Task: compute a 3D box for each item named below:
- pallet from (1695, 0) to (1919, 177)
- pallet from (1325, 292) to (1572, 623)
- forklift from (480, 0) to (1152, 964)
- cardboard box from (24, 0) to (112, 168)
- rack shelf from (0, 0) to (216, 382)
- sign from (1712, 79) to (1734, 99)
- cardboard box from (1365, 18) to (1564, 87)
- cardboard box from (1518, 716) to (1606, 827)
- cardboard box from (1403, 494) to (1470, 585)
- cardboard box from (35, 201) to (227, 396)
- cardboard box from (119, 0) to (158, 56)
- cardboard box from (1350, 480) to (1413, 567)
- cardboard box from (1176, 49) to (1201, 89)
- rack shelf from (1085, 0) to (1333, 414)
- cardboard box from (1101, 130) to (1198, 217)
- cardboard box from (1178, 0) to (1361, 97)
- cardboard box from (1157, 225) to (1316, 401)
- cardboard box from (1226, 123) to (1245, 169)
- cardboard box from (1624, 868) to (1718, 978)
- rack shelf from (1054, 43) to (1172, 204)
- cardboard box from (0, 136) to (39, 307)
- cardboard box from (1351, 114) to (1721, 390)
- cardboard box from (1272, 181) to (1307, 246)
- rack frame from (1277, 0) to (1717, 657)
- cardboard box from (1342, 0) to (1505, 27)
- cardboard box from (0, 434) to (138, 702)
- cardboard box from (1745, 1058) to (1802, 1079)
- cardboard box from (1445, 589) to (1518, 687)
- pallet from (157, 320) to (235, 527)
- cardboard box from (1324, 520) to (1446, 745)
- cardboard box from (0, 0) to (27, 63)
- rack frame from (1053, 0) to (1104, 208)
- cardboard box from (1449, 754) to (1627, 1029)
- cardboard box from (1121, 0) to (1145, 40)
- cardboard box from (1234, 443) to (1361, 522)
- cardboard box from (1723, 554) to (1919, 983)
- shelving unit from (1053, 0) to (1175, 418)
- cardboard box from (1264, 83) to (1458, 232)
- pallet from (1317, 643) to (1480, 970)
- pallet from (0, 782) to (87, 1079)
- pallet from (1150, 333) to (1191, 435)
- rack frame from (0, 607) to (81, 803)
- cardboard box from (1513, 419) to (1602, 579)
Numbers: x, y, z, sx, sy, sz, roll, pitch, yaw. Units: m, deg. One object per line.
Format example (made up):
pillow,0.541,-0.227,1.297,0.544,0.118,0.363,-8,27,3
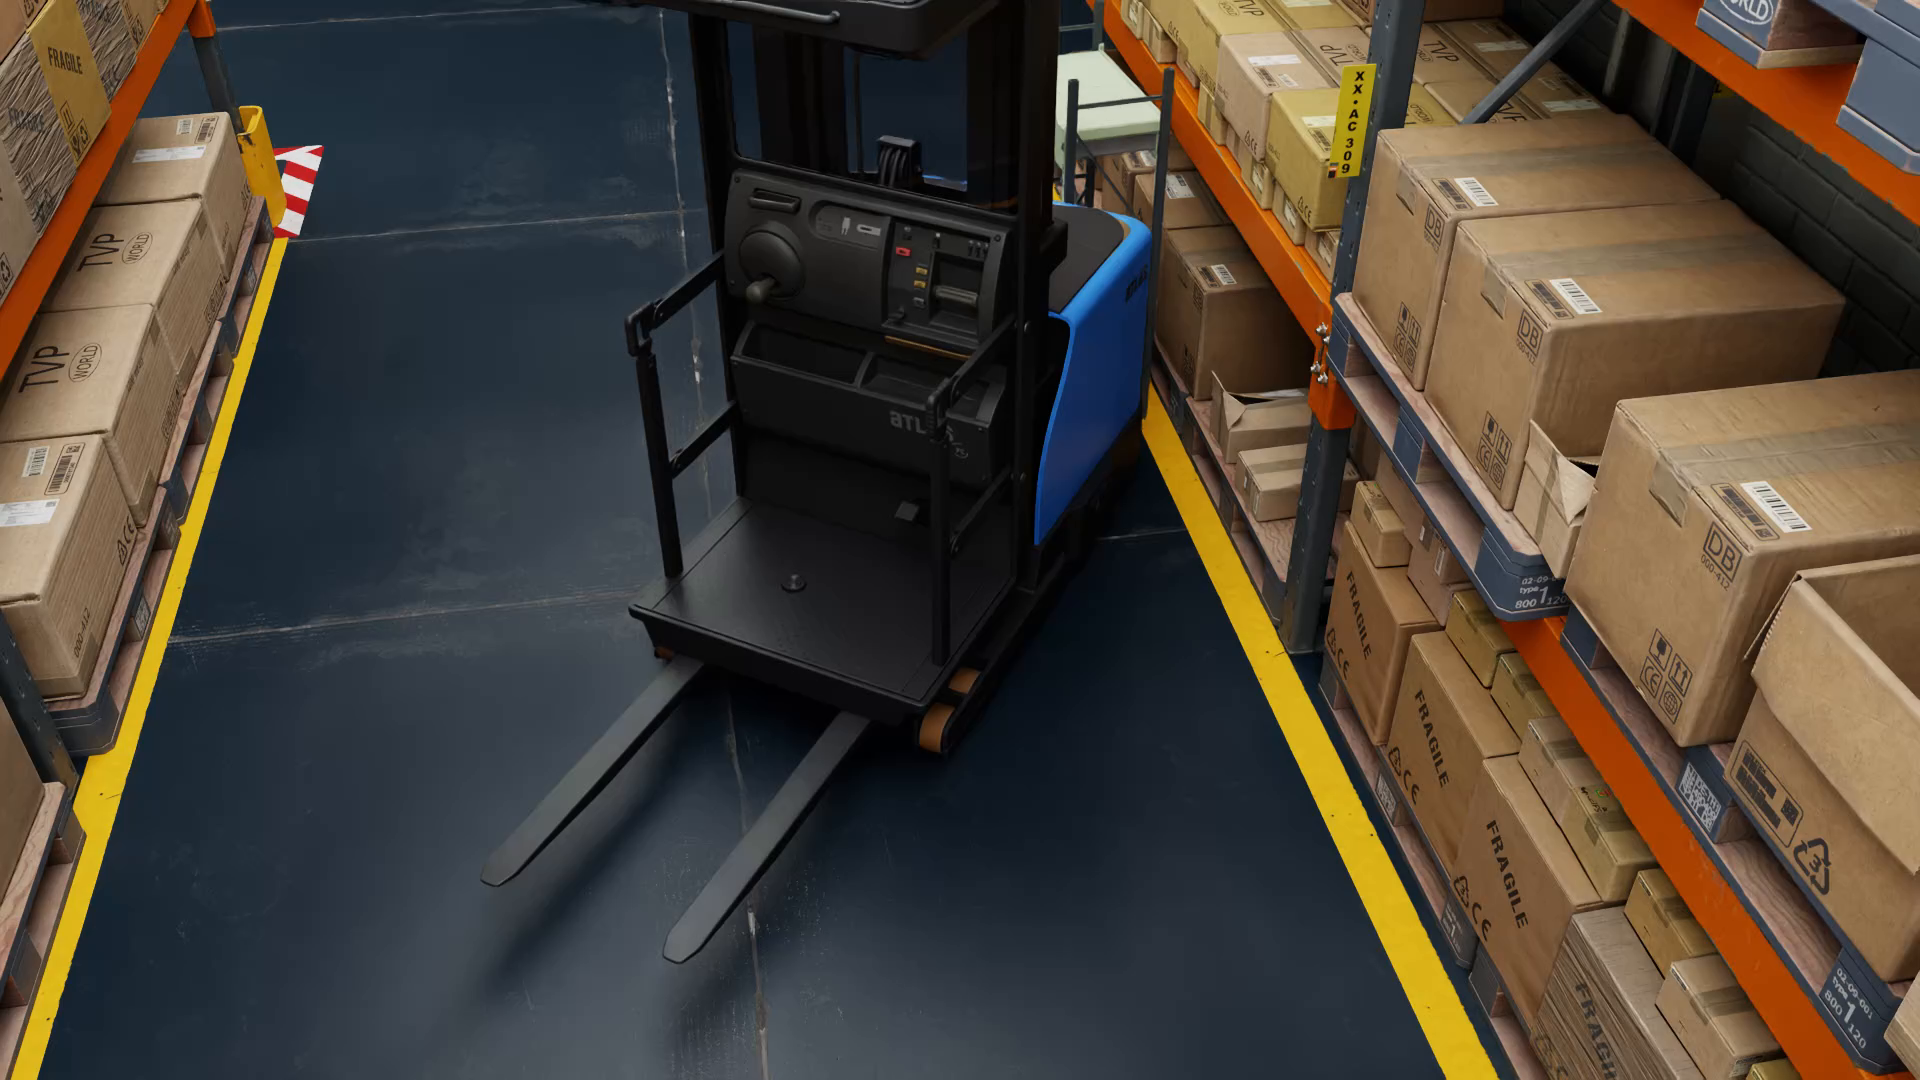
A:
pallet,1.845,-0.956,2.743,1.213,0.211,1.003,-6,38,-8
pallet,1.647,-0.303,4.351,1.003,0.211,1.213,-6,38,-8
forklift,-0.389,-0.777,4.861,1.130,2.935,3.031,16,41,20
cardboard box,-3.351,-1.604,5.789,0.500,0.500,0.500,-5,38,-7
rack shelf,-3.622,-1.261,6.014,1.077,0.370,4.000,-6,38,-8
sign,2.160,-1.392,4.653,0.100,0.325,0.005,-6,38,-8
cardboard box,1.699,-1.561,5.695,0.500,0.250,0.500,-7,38,-8
cardboard box,1.665,0.569,4.239,0.380,0.149,0.250,-6,38,-8
cardboard box,1.508,-0.028,4.765,0.380,0.149,0.250,-8,39,-10
cardboard box,-3.590,-0.967,6.796,0.875,0.438,0.875,-5,38,-7
cardboard box,-3.555,-2.225,6.587,0.500,0.500,0.500,-7,38,-9
cardboard box,1.415,-0.062,5.052,0.380,0.149,0.250,-5,38,-6
cardboard box,1.057,-1.873,6.421,0.380,0.149,0.250,-6,38,-8
rack shelf,1.264,-1.797,6.704,1.077,0.370,4.000,-6,38,-8
cardboard box,1.039,-1.567,7.518,0.700,0.500,0.500,-5,38,-6
cardboard box,1.108,-1.816,6.022,0.500,0.250,0.500,-6,38,-8
cardboard box,1.221,-0.940,6.711,0.700,0.500,0.500,-8,38,-10
cardboard box,1.154,-1.410,5.824,0.380,0.149,0.250,-5,38,-7
cardboard box,1.782,0.879,3.839,0.380,0.149,0.250,-6,38,-8
rack shelf,0.477,-1.597,6.447,0.431,0.370,0.720,-10,39,-13
cardboard box,-3.180,-0.992,5.001,0.500,0.500,0.500,-6,38,-8
cardboard box,1.479,-0.762,4.362,0.700,0.500,0.500,-5,38,-7
cardboard box,1.243,-1.094,5.418,0.380,0.149,0.250,-5,38,-7
rack frame,1.615,-0.873,4.929,1.000,3.000,0.127,-6,38,-8
cardboard box,1.615,-2.155,5.848,0.500,0.500,0.500,-7,38,-9
cardboard box,-3.276,0.119,5.399,0.875,0.438,0.875,-7,38,-9
cardboard box,1.853,1.197,3.431,0.380,0.149,0.250,-7,38,-9
cardboard box,1.596,0.250,4.649,0.380,0.149,0.250,-8,39,-10
pallet,-3.545,-0.442,6.646,1.003,0.211,1.213,-6,38,-8
cardboard box,1.478,0.265,5.159,0.500,0.500,0.500,-5,38,-6
cardboard box,-3.278,-1.701,5.098,0.500,0.500,0.500,-6,38,-7
rack frame,0.373,-1.504,6.964,0.400,1.500,0.023,-10,39,-13
cardboard box,1.664,0.887,4.358,0.500,0.500,0.500,-7,38,-9
cardboard box,0.878,-2.178,6.813,0.380,0.149,0.250,-7,38,-9
cardboard box,1.228,-0.218,6.067,0.380,0.149,0.250,-7,38,-9
cardboard box,1.848,0.371,2.902,0.797,0.503,0.637,-7,38,-9
shelving unit,0.477,-1.289,6.686,0.431,1.500,0.755,-10,39,-13
cardboard box,1.285,-1.212,5.245,0.500,0.250,0.500,-5,38,-7
pallet,1.794,0.716,5.157,1.003,0.211,1.213,-6,38,-8
pallet,-3.062,1.222,4.504,1.003,0.211,1.213,-6,38,-8
pallet,1.278,-0.925,7.269,1.003,0.211,1.213,-6,38,-8
rack frame,-3.272,-0.337,4.238,1.000,3.000,0.127,-6,38,-8
cardboard box,1.480,-0.105,3.708,0.396,0.266,0.258,-4,38,-6
